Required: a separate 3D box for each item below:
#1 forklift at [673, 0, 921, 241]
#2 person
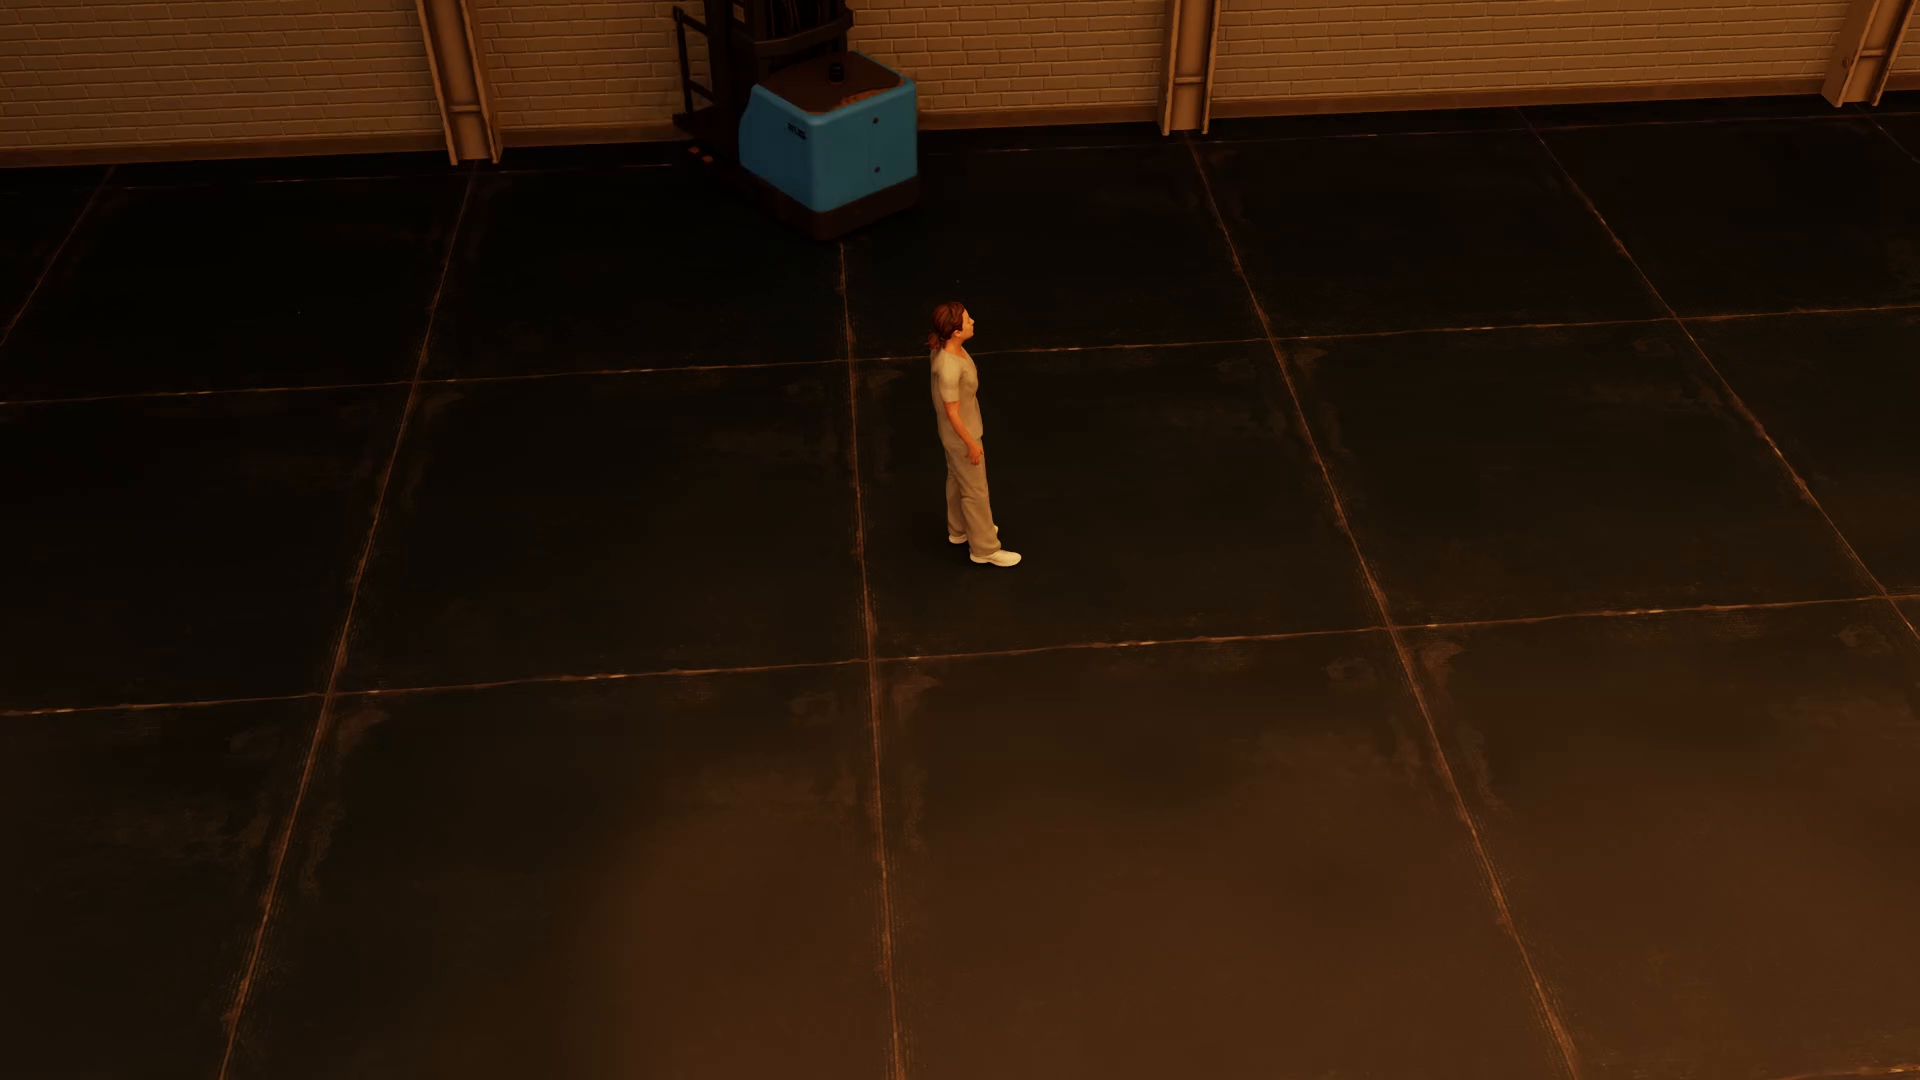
[{"bbox_3d":[-1.645,-4.299,12.964,1.130,2.935,3.031,-29,48,-29],"label":"forklift"},{"bbox_3d":[0.075,-0.638,9.638,0.548,1.673,0.549,-3,41,-4],"label":"person"}]
